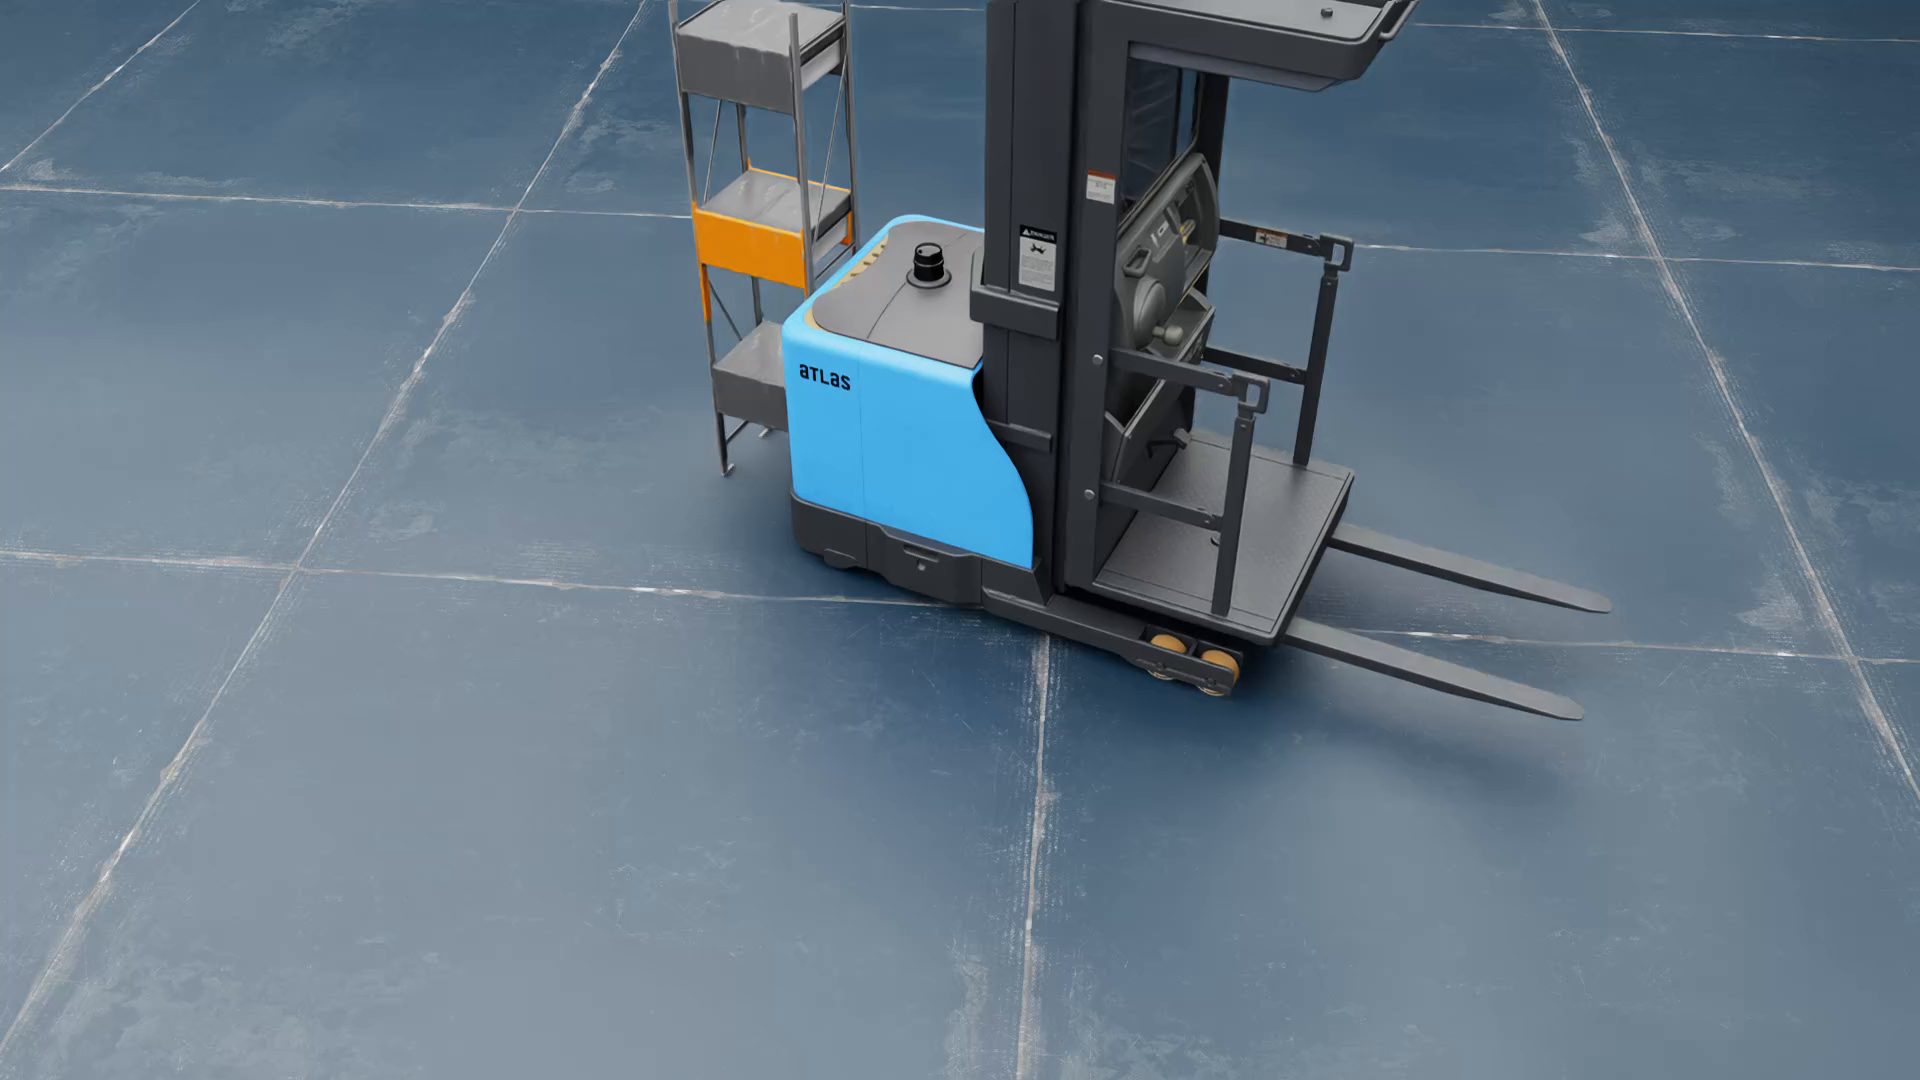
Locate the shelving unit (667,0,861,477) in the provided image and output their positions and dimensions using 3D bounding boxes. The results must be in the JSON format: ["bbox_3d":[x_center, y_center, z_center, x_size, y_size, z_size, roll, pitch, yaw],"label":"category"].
[{"bbox_3d":[-0.705,-1.131,6.476,0.503,2.100,0.431,17,42,20],"label":"shelving unit"}]

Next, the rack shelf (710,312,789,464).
[{"bbox_3d":[-0.705,-0.577,6.926,0.480,0.518,0.431,17,42,20],"label":"rack shelf"}]

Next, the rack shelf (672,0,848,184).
[{"bbox_3d":[-0.705,-1.663,6.043,0.480,0.518,0.431,17,42,20],"label":"rack shelf"}]

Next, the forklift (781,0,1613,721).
[{"bbox_3d":[0.891,-0.954,5.601,3.031,2.935,1.130,17,42,20],"label":"forklift"}]

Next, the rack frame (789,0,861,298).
[{"bbox_3d":[-0.485,-1.064,6.394,0.015,2.100,0.400,17,42,20],"label":"rack frame"}]

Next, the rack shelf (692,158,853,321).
[{"bbox_3d":[-0.705,-1.120,6.484,0.480,0.518,0.431,17,42,20],"label":"rack shelf"}]

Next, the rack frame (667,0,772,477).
[{"bbox_3d":[-0.925,-1.197,6.558,0.015,2.100,0.400,17,42,20],"label":"rack frame"}]
